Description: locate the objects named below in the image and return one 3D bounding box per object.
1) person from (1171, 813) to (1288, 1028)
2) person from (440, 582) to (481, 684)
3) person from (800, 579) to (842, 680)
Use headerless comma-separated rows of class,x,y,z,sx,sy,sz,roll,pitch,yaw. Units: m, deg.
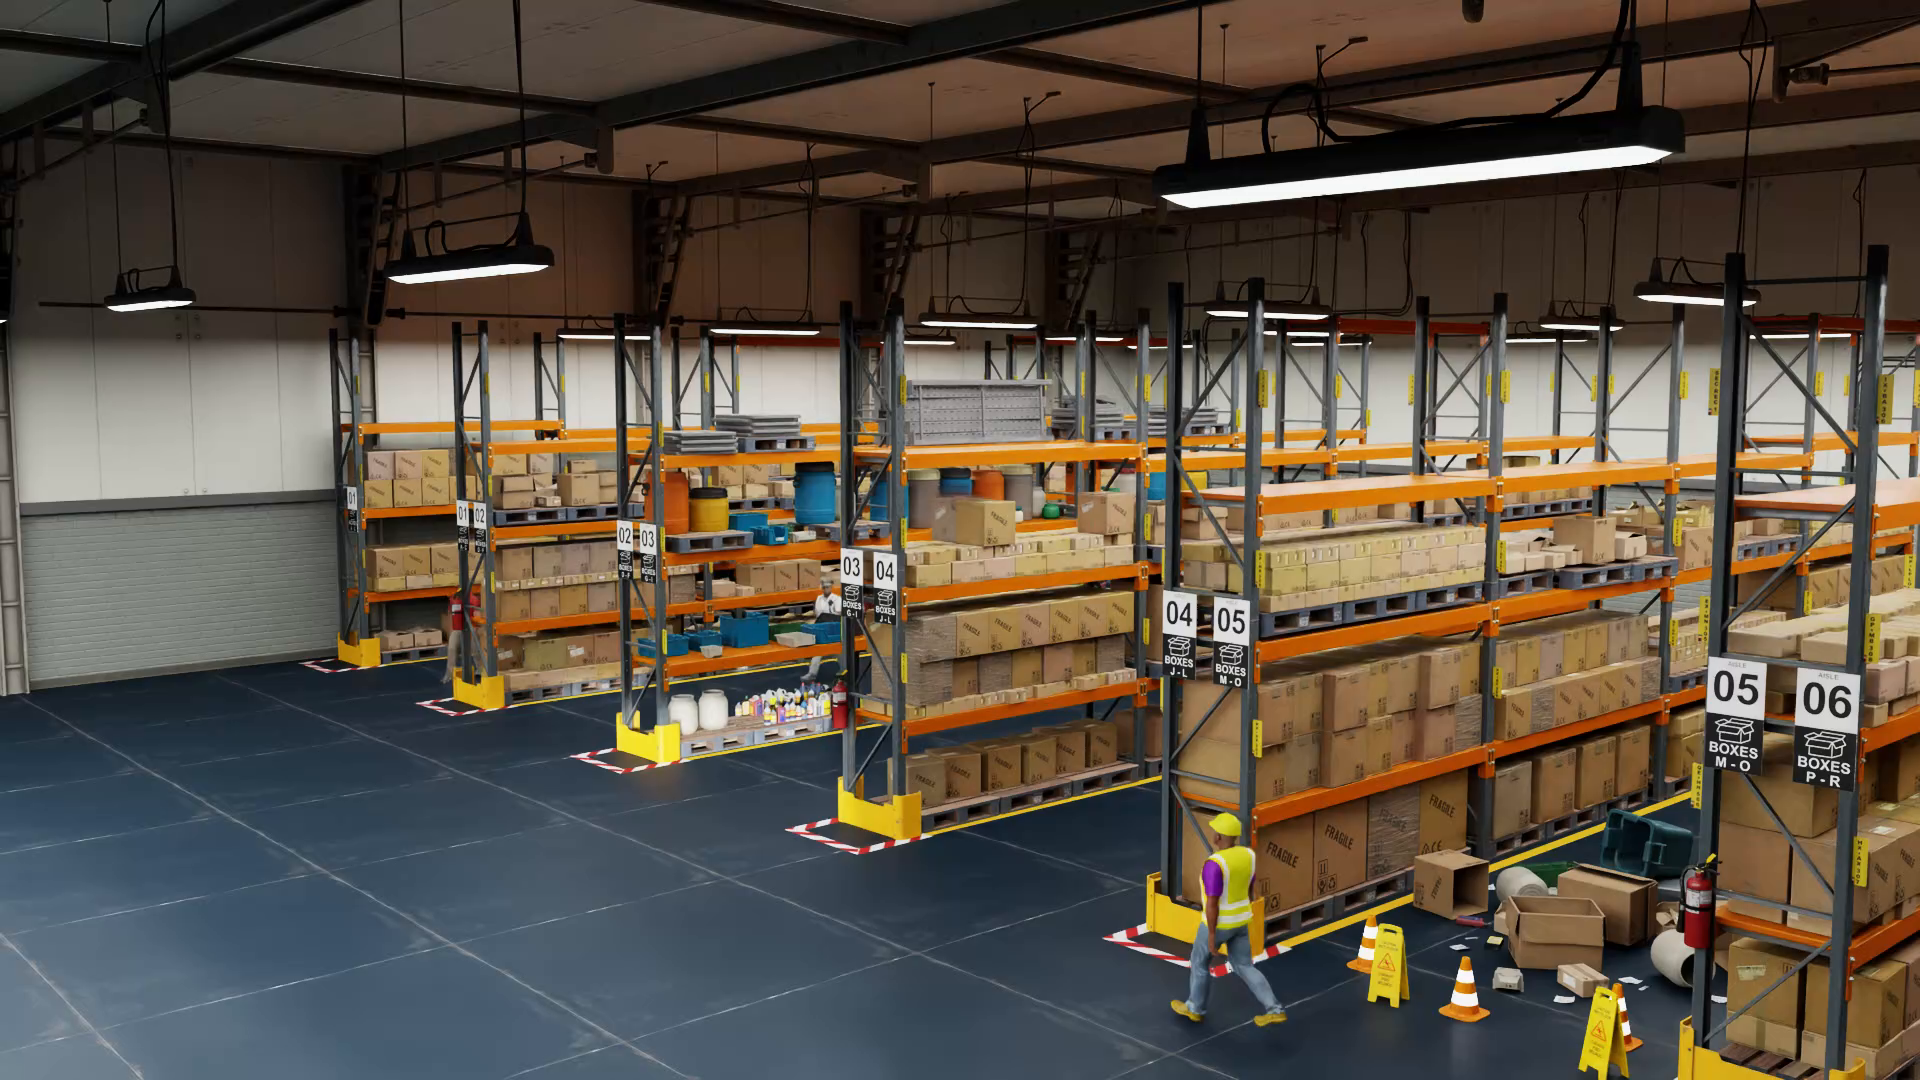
person,2.117,3.010,13.113,0.570,1.731,1.019,-5,7,-41
person,-8.461,1.530,28.301,0.609,1.727,0.935,2,6,16
person,-2.280,1.500,28.193,0.638,1.701,1.072,3,6,30
